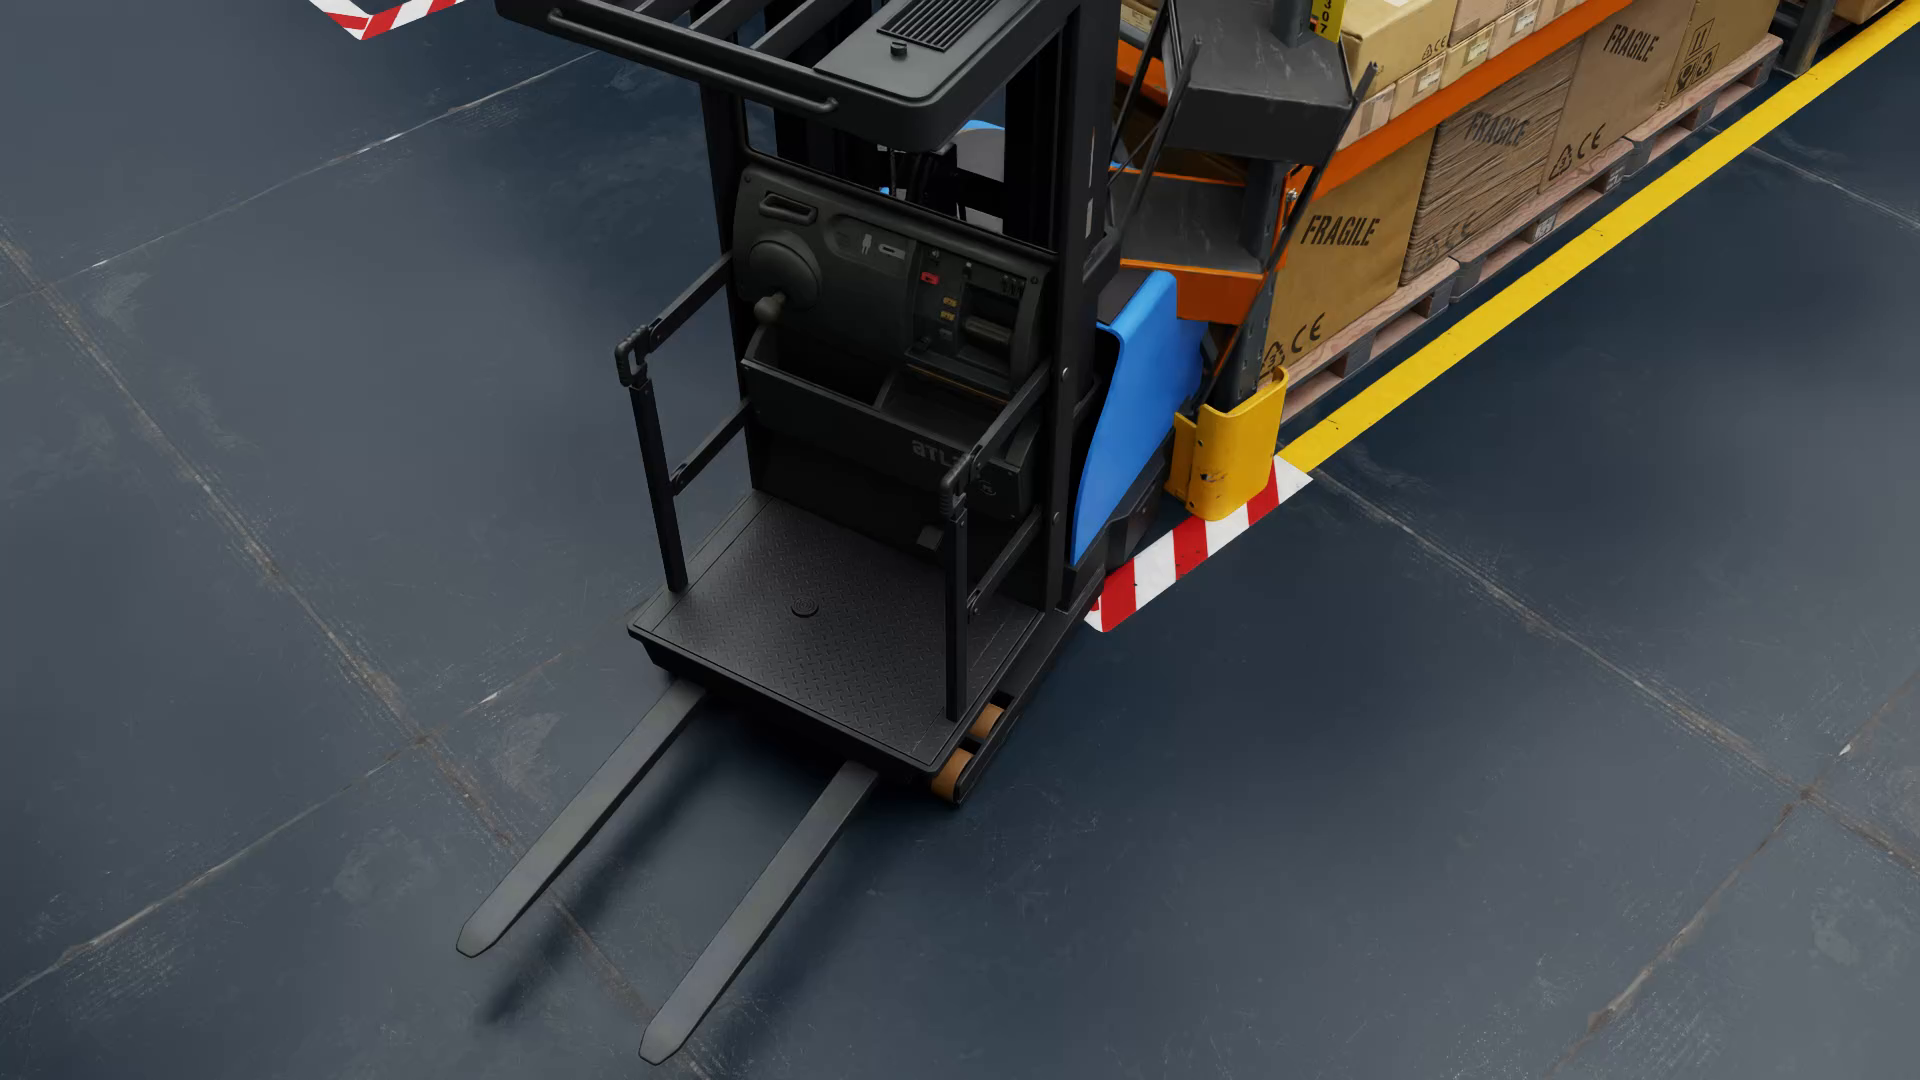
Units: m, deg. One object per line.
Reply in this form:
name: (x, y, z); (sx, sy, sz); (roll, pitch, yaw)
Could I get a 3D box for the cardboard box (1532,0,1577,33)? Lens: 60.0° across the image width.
cardboard box: (1.871, -1.896, 5.630); (0.250, 0.149, 0.380); (-35, 56, -28)

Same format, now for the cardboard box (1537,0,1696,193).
cardboard box: (2.379, -2.148, 6.851); (0.875, 0.875, 0.875); (-34, 56, -27)

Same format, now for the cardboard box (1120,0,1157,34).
cardboard box: (0.670, -1.746, 5.491); (0.250, 0.149, 0.380); (-33, 55, -27)

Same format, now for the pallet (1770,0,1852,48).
pallet: (4.107, -2.931, 8.311); (1.213, 0.211, 1.003); (-34, 56, -27)

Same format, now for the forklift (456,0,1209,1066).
forklift: (-0.309, -0.596, 4.306); (1.130, 2.935, 3.031); (23, 51, 20)

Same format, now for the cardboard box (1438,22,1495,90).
cardboard box: (1.490, -1.642, 5.395); (0.250, 0.149, 0.380); (-35, 56, -28)

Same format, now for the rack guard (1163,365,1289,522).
rack guard: (0.610, -0.617, 5.979); (0.348, 0.500, 1.175); (-34, 56, -27)

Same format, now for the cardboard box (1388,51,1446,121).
cardboard box: (1.301, -1.515, 5.278); (0.250, 0.149, 0.380); (-35, 56, -28)

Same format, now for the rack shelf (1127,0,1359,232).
rack shelf: (0.785, -1.240, 4.760); (0.480, 0.518, 0.431); (5, 57, -10)

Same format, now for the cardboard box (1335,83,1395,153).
cardboard box: (1.112, -1.387, 5.160); (0.250, 0.149, 0.380); (-33, 55, -27)

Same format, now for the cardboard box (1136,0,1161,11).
cardboard box: (0.808, -1.910, 5.371); (0.500, 0.250, 0.500); (-35, 56, -28)

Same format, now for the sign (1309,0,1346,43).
sign: (0.997, -1.492, 4.443); (0.005, 0.325, 0.100); (-34, 56, -27)

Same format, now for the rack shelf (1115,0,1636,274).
rack shelf: (2.107, -2.221, 6.248); (4.000, 0.370, 1.077); (-34, 56, -27)

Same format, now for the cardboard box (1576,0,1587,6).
cardboard box: (2.062, -2.024, 5.748); (0.250, 0.149, 0.380); (-34, 56, -27)

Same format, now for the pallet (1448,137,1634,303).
pallet: (2.069, -1.569, 7.054); (1.213, 0.211, 1.003); (-34, 56, -27)

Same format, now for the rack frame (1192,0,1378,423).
rack frame: (0.894, -0.854, 5.369); (0.015, 2.100, 0.400); (5, 57, -10)

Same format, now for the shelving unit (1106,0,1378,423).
shelving unit: (0.655, -0.874, 5.326); (0.503, 2.100, 0.431); (5, 57, -10)

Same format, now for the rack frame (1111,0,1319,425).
rack frame: (0.628, -1.476, 5.071); (0.127, 3.000, 1.000); (-34, 56, -27)

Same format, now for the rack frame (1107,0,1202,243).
rack frame: (0.415, -0.895, 5.284); (0.015, 2.100, 0.400); (5, 57, -10)

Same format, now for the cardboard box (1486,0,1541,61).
cardboard box: (1.683, -1.771, 5.514); (0.250, 0.149, 0.380); (-35, 56, -28)

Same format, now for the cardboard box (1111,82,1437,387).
cardboard box: (1.047, -1.258, 6.030); (0.875, 0.875, 0.875); (-34, 56, -27)

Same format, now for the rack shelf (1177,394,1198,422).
rack shelf: (0.519, -0.494, 5.915); (0.480, 0.518, 0.431); (5, 57, -10)

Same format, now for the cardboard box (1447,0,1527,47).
cardboard box: (1.545, -1.877, 5.341); (0.500, 0.250, 0.500); (-34, 56, -28)

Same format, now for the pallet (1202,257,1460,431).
pallet: (1.167, -0.969, 6.500); (1.213, 0.211, 1.003); (-34, 56, -27)

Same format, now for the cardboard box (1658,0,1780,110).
cardboard box: (3.045, -2.593, 7.262); (0.875, 0.875, 0.875); (-34, 56, -27)

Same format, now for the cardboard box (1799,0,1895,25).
cardboard box: (4.047, -3.203, 7.825); (0.875, 0.875, 1.225); (-34, 56, -27)

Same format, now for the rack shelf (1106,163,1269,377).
rack shelf: (0.652, -0.867, 5.338); (0.480, 0.518, 0.431); (5, 57, -10)

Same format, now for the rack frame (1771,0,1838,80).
rack frame: (3.587, -3.454, 6.896); (0.127, 3.000, 1.000); (-34, 56, -27)

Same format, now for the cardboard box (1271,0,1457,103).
cardboard box: (1.164, -1.617, 5.101); (0.500, 0.250, 0.500); (-35, 56, -28)

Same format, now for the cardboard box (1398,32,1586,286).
cardboard box: (1.721, -1.708, 6.445); (0.875, 0.875, 0.875); (-34, 56, -27)

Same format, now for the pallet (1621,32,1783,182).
pallet: (2.972, -2.175, 7.613); (1.213, 0.211, 1.003); (-34, 56, -27)
